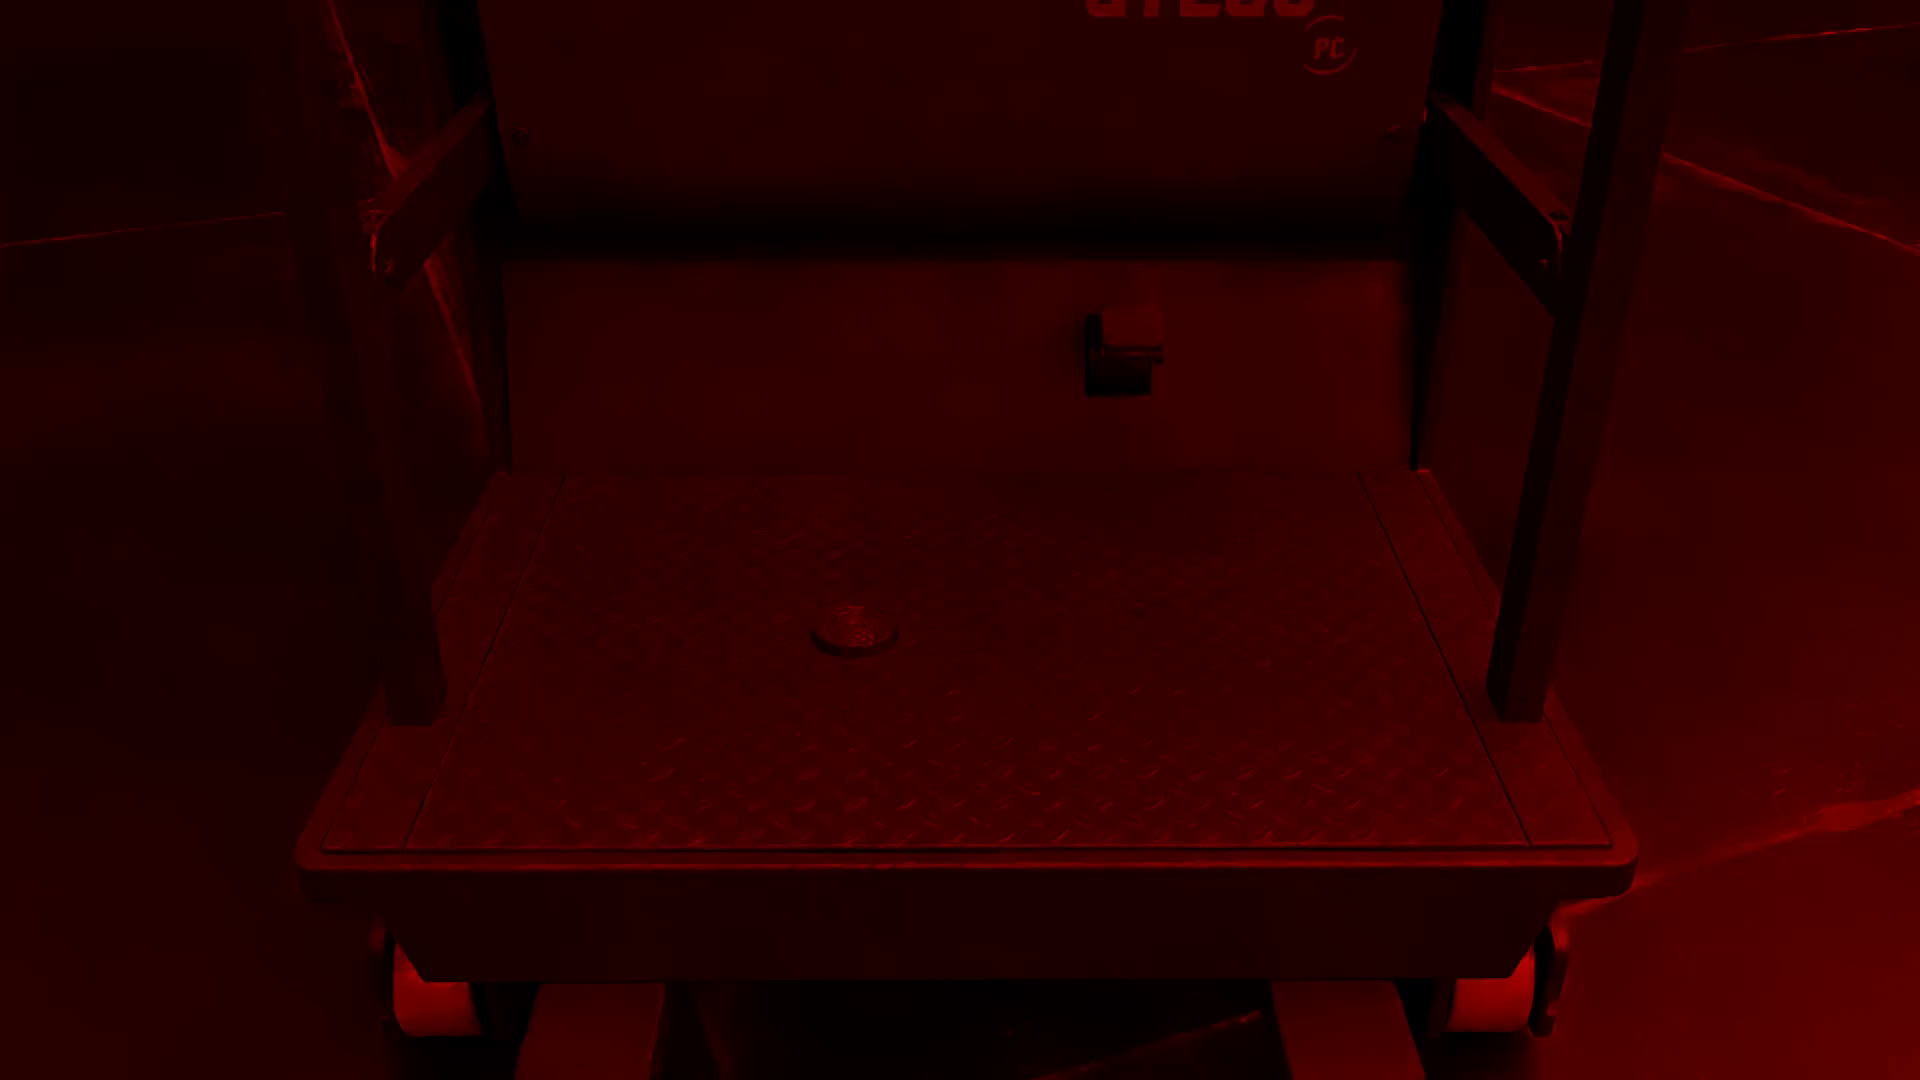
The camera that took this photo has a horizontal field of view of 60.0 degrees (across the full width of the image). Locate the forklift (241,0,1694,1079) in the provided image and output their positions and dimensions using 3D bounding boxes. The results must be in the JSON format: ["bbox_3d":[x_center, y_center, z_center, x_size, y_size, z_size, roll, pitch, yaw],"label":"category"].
[{"bbox_3d":[0.004,-0.940,1.188,1.130,2.935,3.031,0,30,0],"label":"forklift"}]
